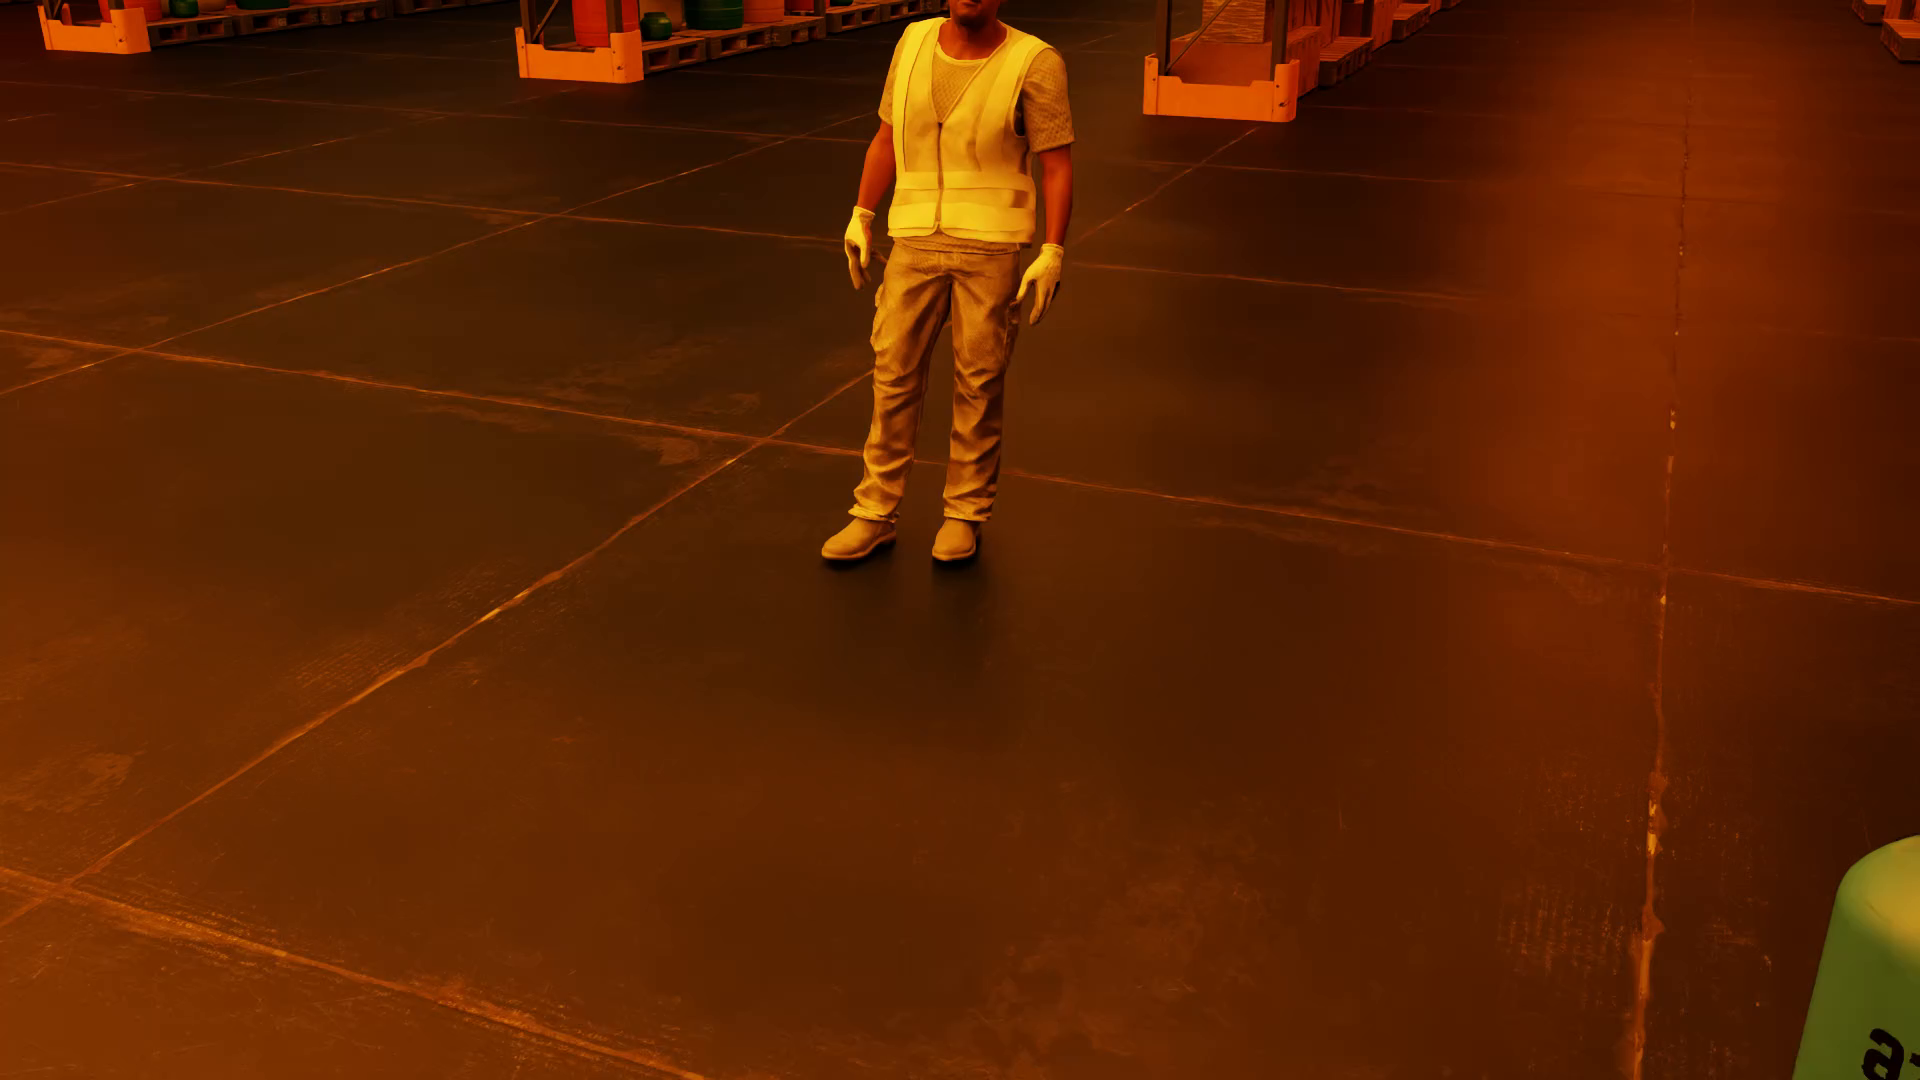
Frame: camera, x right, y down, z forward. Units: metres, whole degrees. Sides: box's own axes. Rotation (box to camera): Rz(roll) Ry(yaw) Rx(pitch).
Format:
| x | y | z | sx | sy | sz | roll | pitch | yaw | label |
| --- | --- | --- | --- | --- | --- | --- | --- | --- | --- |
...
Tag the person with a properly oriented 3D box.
| x | y | z | sx | sy | sz | roll | pitch | yaw | label |
| --- | --- | --- | --- | --- | --- | --- | --- | --- | --- |
| -0.036 | -0.805 | 4.688 | 0.656 | 1.782 | 0.577 | 9 | 24 | 21 | person |
